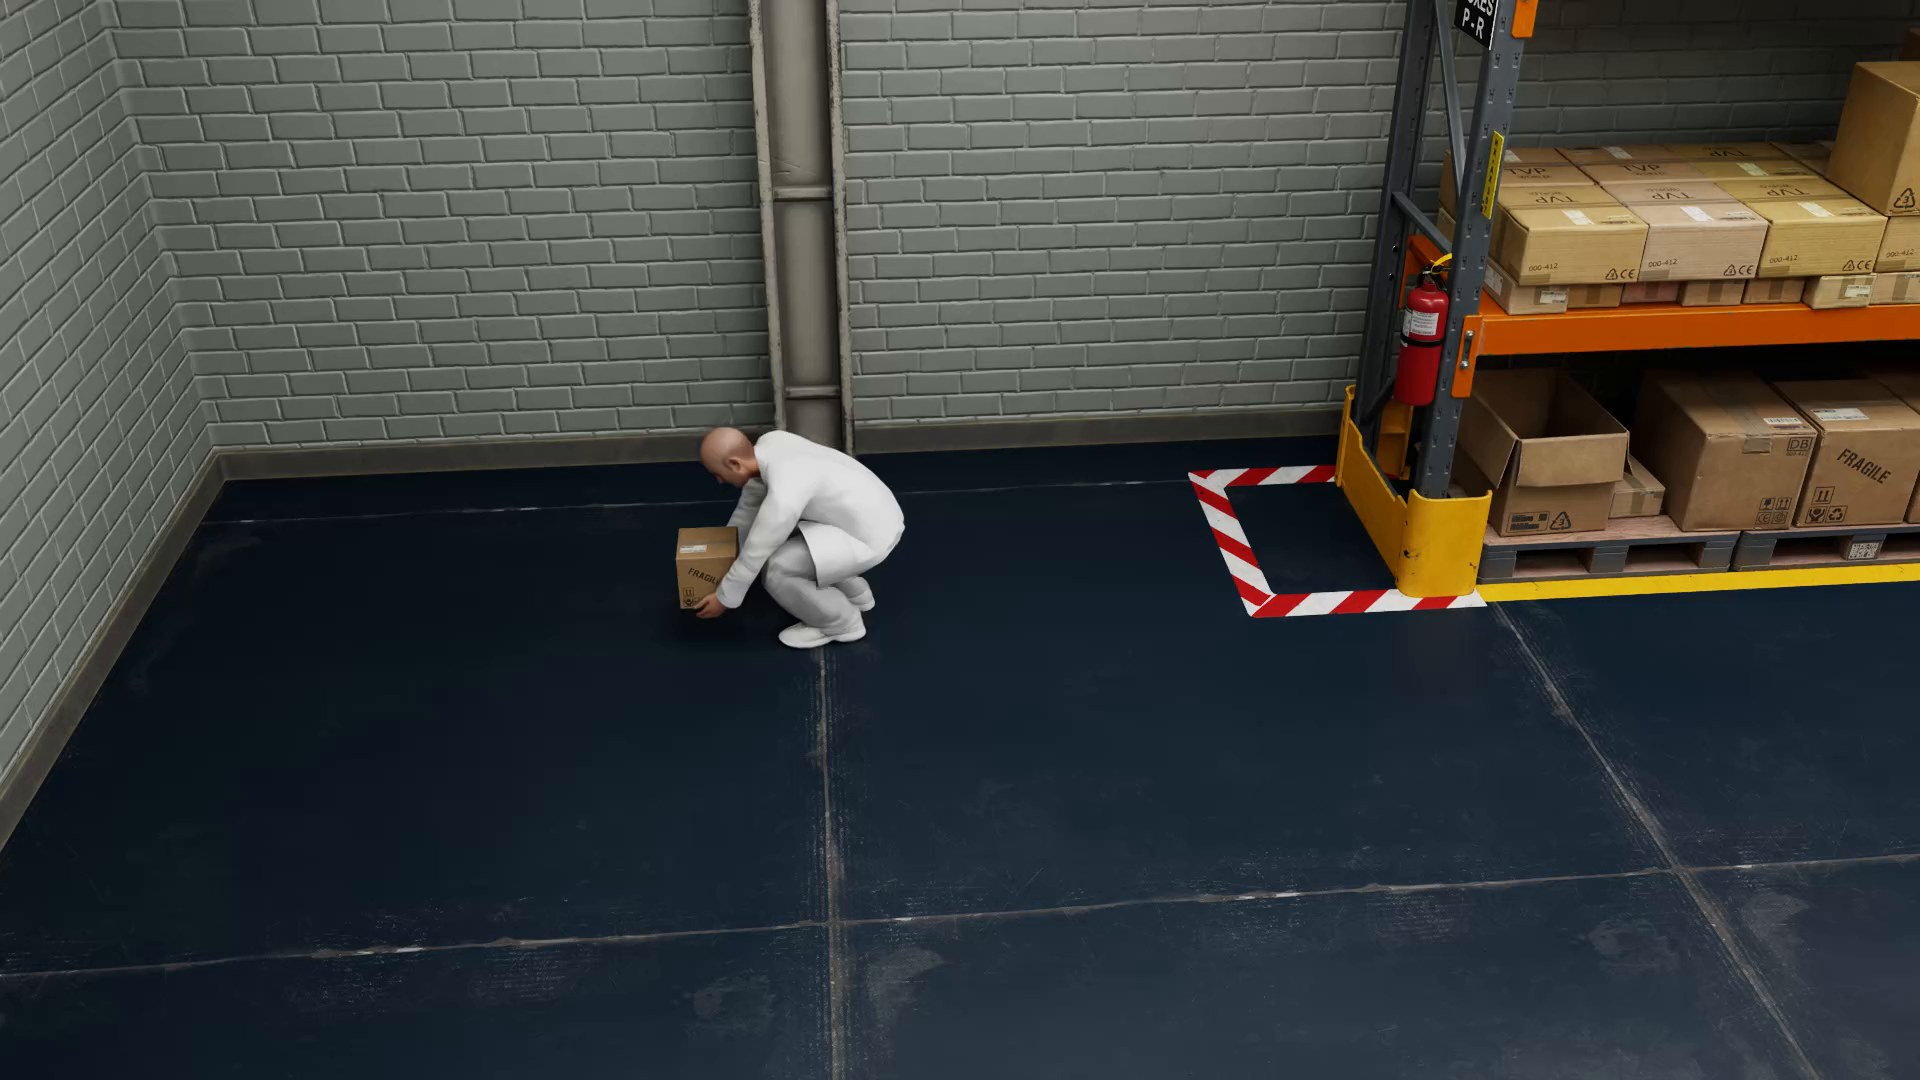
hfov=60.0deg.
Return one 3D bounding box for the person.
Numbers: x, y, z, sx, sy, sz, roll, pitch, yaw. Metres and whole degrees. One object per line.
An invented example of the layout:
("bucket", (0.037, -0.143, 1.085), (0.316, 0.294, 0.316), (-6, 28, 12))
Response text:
("person", (-0.686, -0.041, 6.988), (0.912, 0.993, 0.611), (-3, 31, -5))
